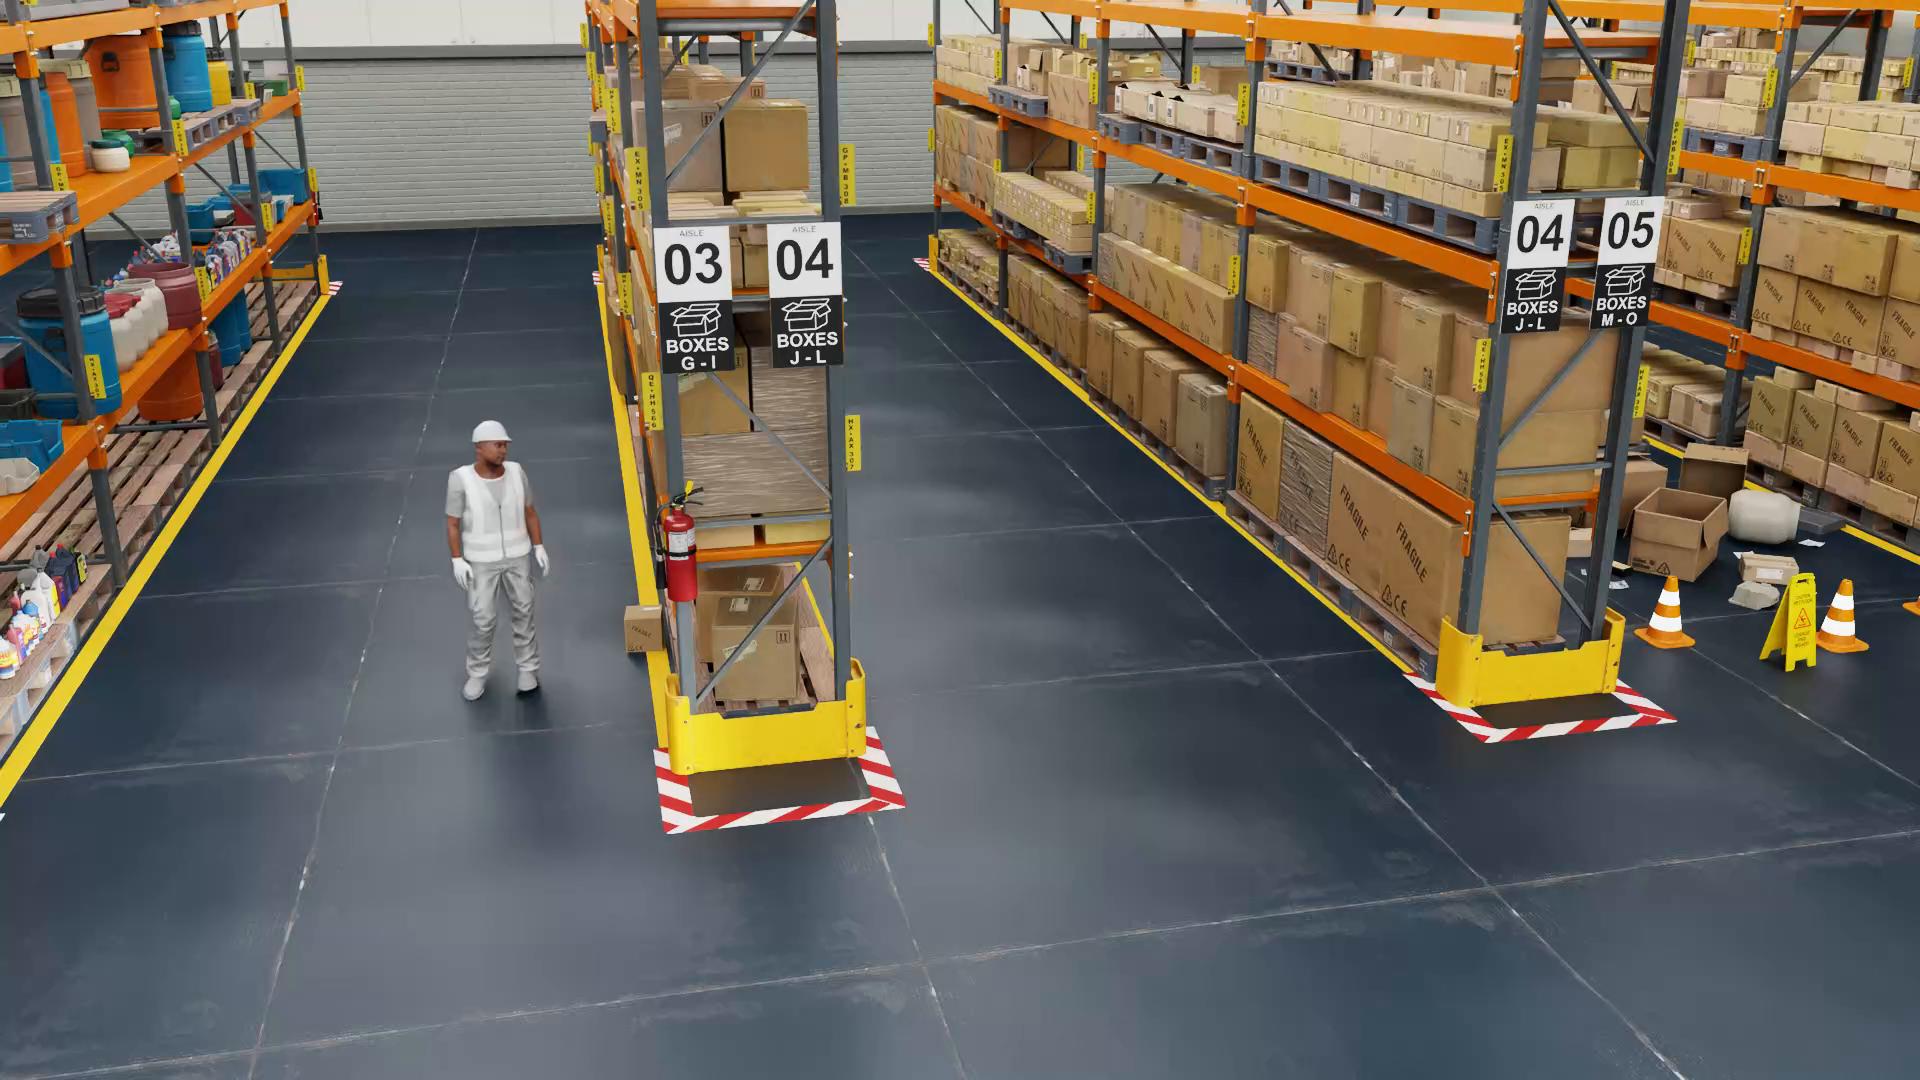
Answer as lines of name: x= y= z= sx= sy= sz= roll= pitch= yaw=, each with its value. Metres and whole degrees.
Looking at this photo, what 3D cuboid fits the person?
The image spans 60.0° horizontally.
person: x=-2.959 y=0.122 z=10.655 sx=0.630 sy=1.784 sz=0.391 roll=-12 pitch=23 yaw=-31
